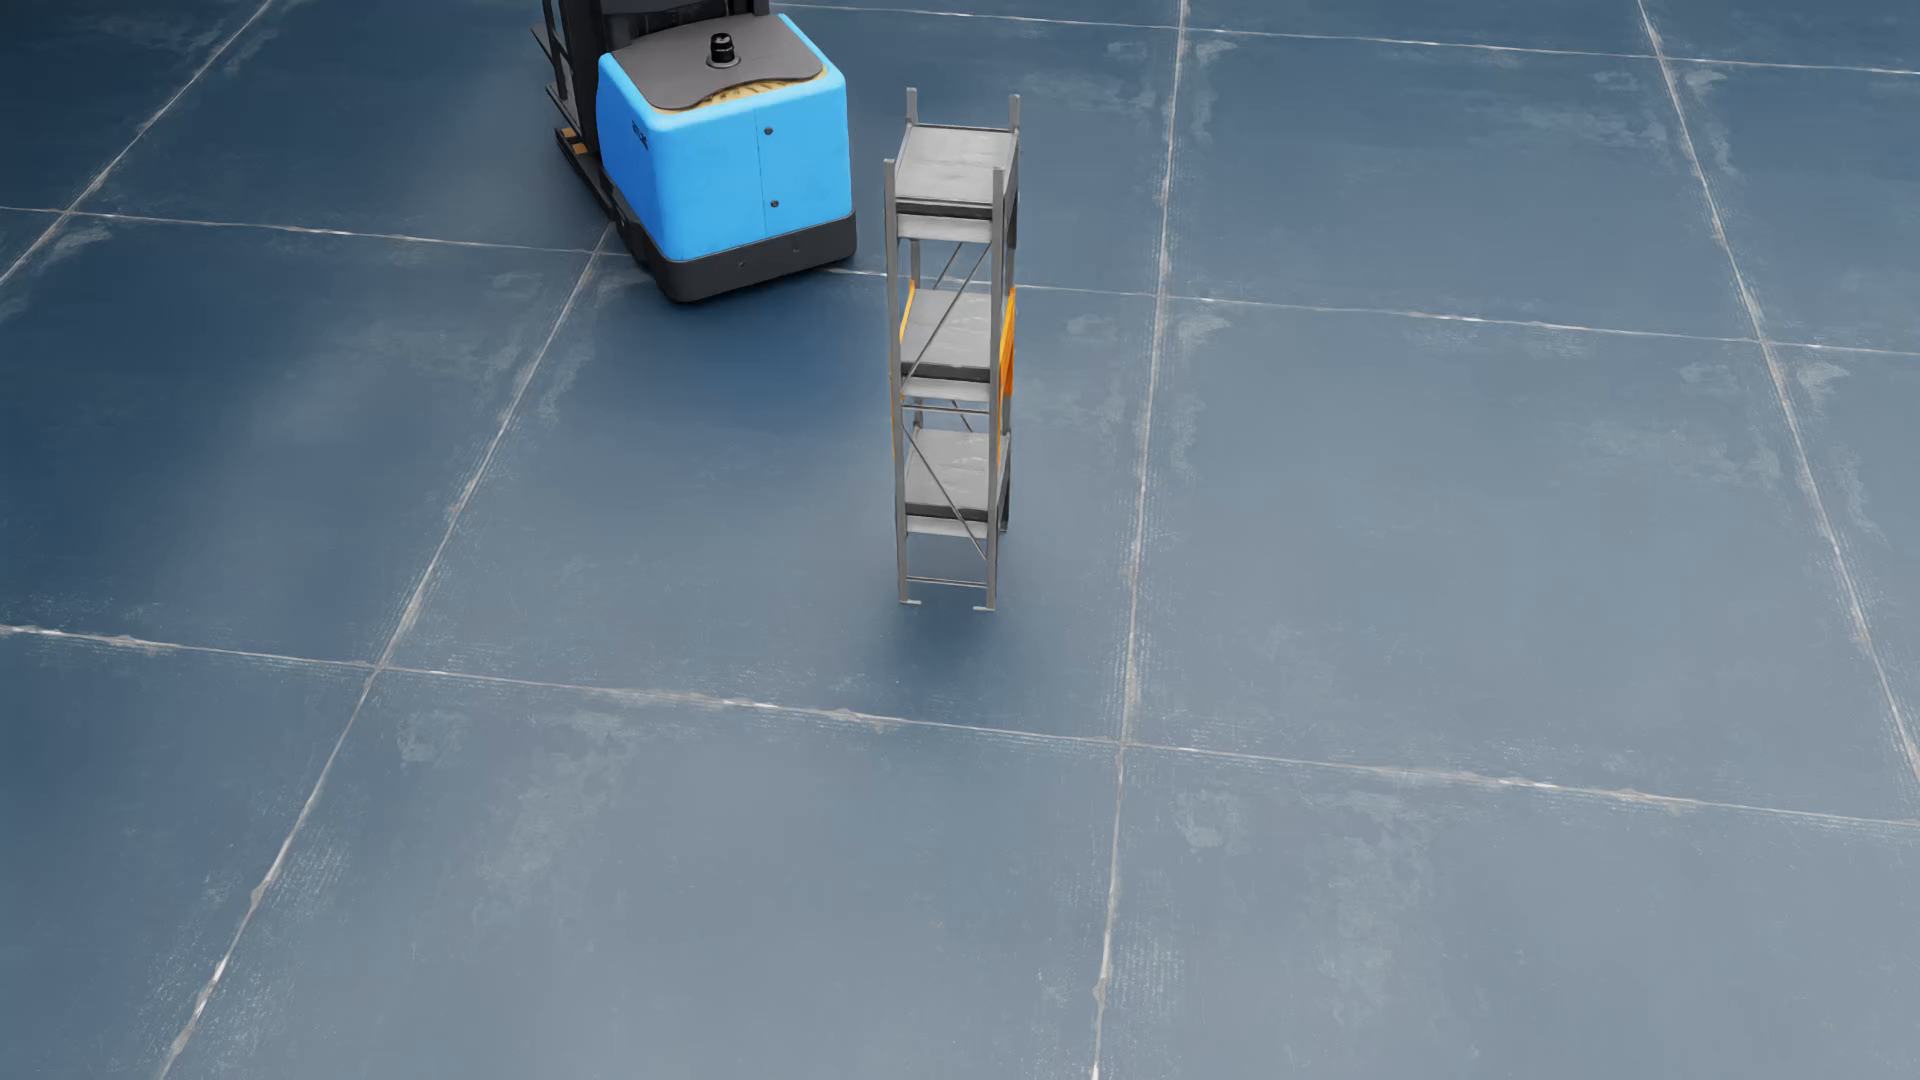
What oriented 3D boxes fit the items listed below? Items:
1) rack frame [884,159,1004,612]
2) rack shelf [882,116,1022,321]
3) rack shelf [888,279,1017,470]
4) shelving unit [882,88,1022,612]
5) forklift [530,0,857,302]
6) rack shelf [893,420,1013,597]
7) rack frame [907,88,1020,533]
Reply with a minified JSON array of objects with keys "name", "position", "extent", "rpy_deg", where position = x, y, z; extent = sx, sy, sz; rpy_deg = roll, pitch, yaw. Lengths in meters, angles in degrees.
[{"name":"rack frame","position":[-0.054,-0.483,6.233],"extent":[0.400,2.100,0.015],"rpy_deg":[5,44,6]},{"name":"rack shelf","position":[-0.022,-1.148,5.937],"extent":[0.431,0.518,0.480],"rpy_deg":[5,44,6]},{"name":"rack shelf","position":[-0.022,-0.640,6.418],"extent":[0.431,0.518,0.480],"rpy_deg":[5,44,6]},{"name":"shelving unit","position":[-0.022,-0.650,6.409],"extent":[0.431,2.100,0.503],"rpy_deg":[5,44,6]},{"name":"forklift","position":[-1.667,-3.282,8.584],"extent":[1.130,2.935,3.031],"rpy_deg":[-20,47,-19]},{"name":"rack shelf","position":[-0.022,-0.131,6.900],"extent":[0.431,0.518,0.480],"rpy_deg":[5,44,6]},{"name":"rack frame","position":[0.010,-0.816,6.585],"extent":[0.400,2.100,0.015],"rpy_deg":[5,44,6]}]
